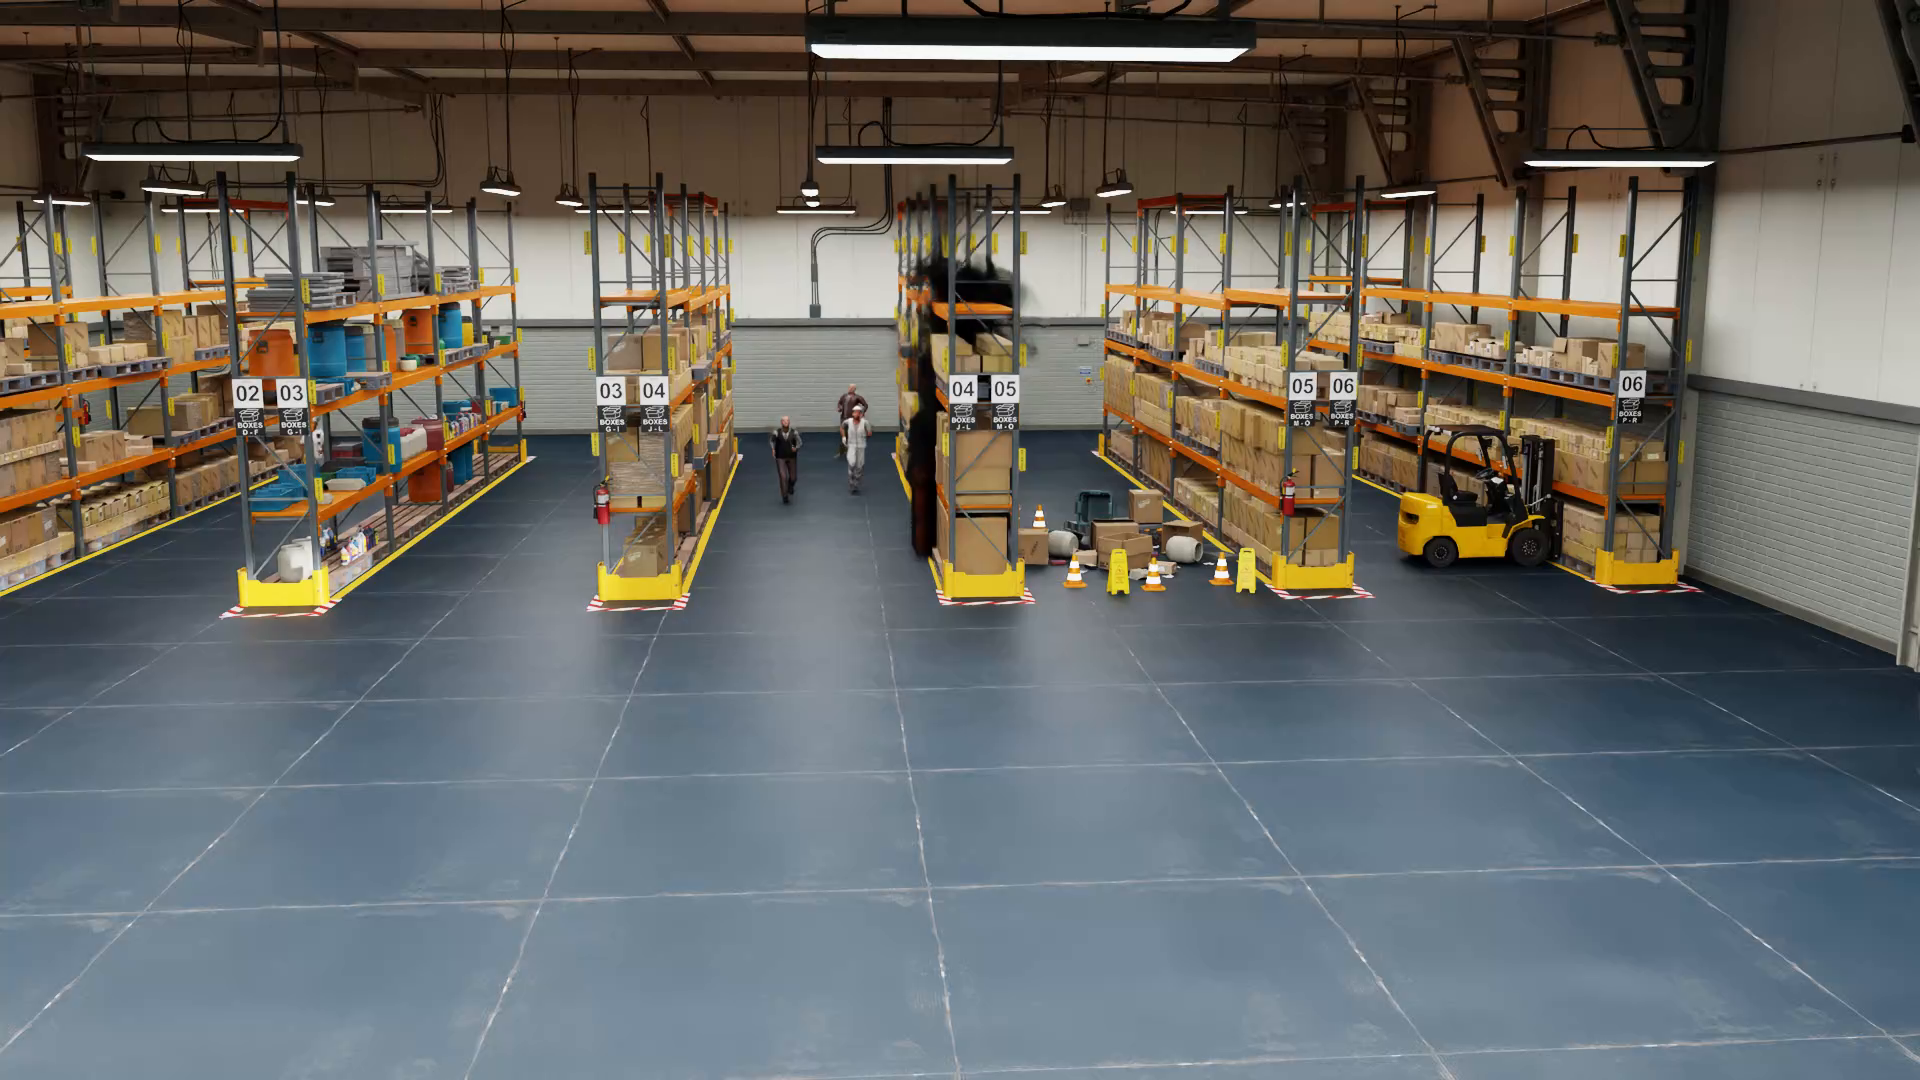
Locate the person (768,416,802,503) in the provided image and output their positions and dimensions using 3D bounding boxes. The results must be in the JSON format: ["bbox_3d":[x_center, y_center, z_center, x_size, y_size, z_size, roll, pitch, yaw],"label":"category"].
[{"bbox_3d":[-3.455,-1.608,32.961,0.668,1.687,0.803,-1,10,-8],"label":"person"}]

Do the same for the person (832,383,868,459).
[{"bbox_3d":[-2.646,-2.845,39.690,0.769,1.781,0.927,8,13,37],"label":"person"}]

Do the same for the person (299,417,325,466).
[{"bbox_3d":[-12.934,-1.659,33.321,0.579,1.654,0.678,-2,10,-14],"label":"person"}]

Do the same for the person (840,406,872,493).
[{"bbox_3d":[-2.124,-1.879,34.255,0.640,1.785,0.765,-2,10,-9],"label":"person"}]
